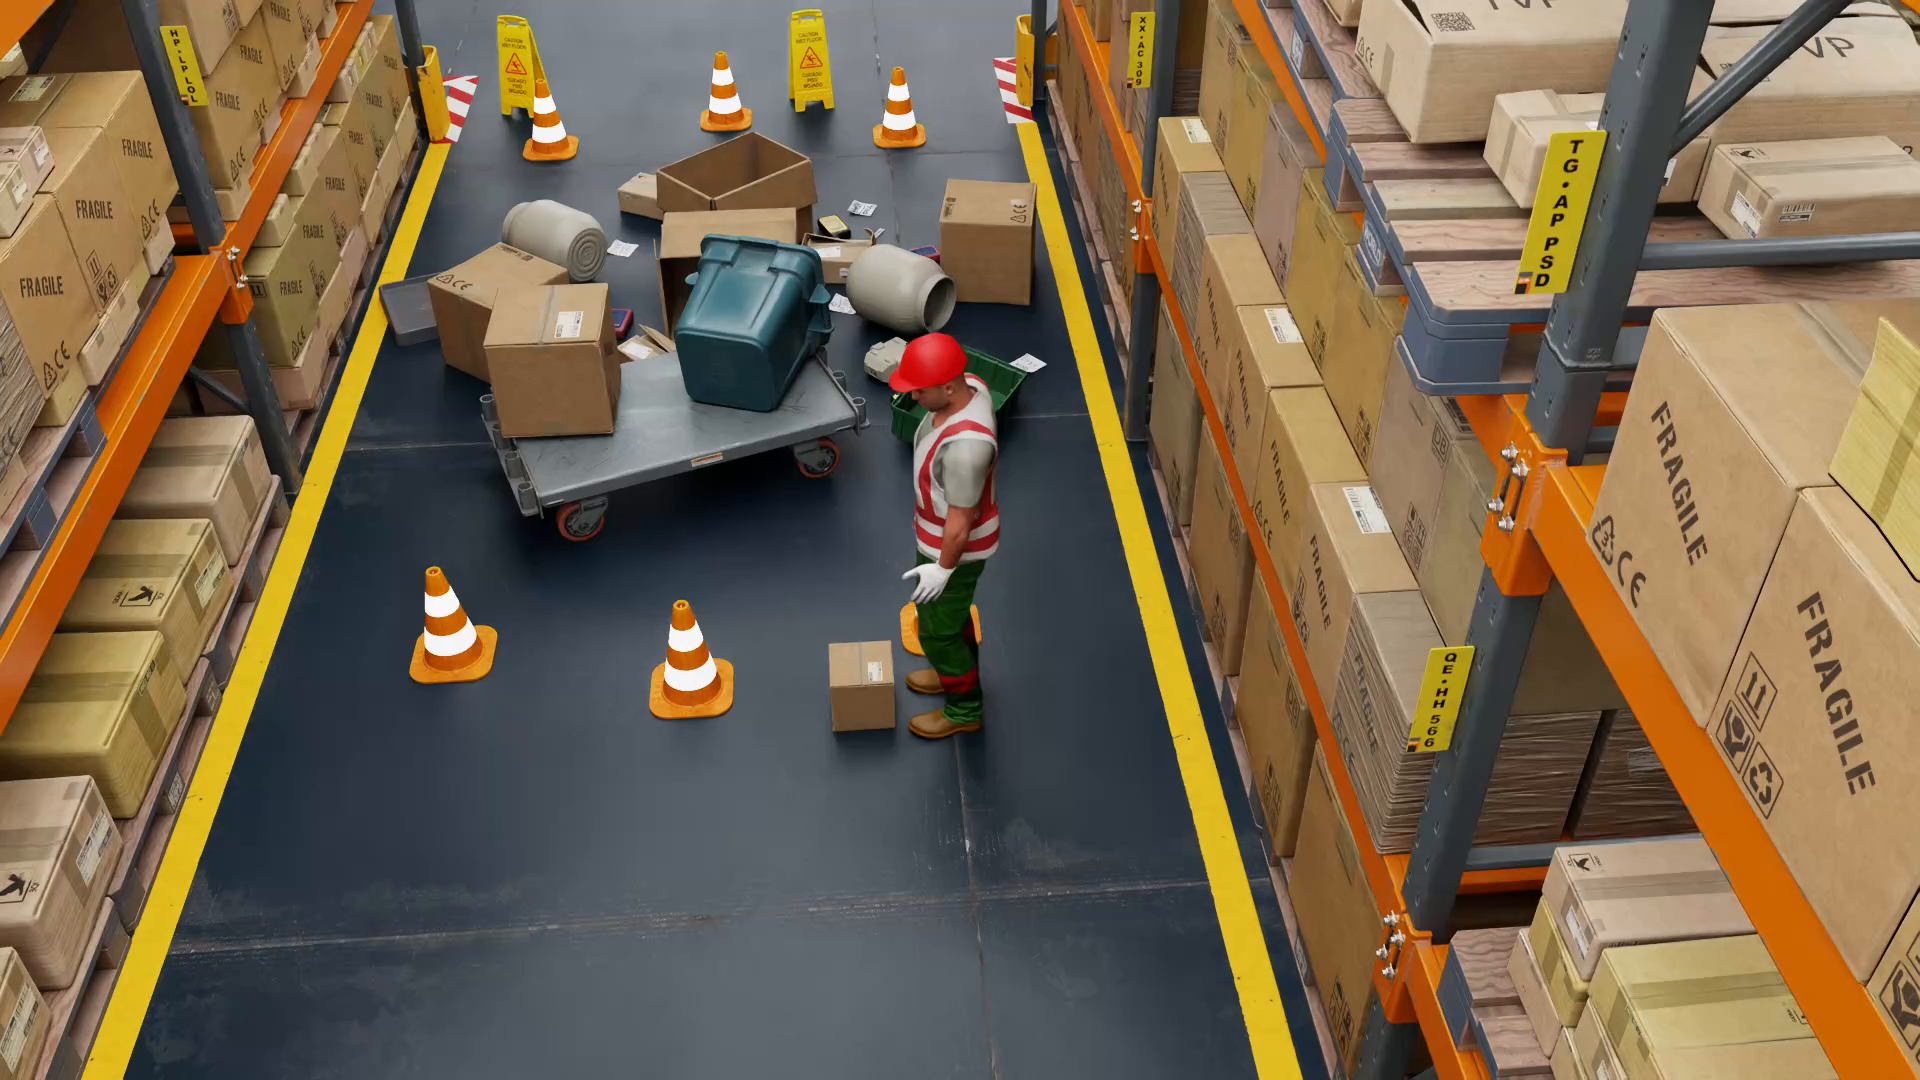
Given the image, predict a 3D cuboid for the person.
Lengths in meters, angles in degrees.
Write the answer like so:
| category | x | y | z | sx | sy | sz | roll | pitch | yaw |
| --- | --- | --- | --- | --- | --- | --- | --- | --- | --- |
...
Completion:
| category | x | y | z | sx | sy | sz | roll | pitch | yaw |
| --- | --- | --- | --- | --- | --- | --- | --- | --- | --- |
| person | -0.050 | -0.001 | 6.155 | 0.388 | 1.768 | 0.533 | -2 | 39 | -3 |
